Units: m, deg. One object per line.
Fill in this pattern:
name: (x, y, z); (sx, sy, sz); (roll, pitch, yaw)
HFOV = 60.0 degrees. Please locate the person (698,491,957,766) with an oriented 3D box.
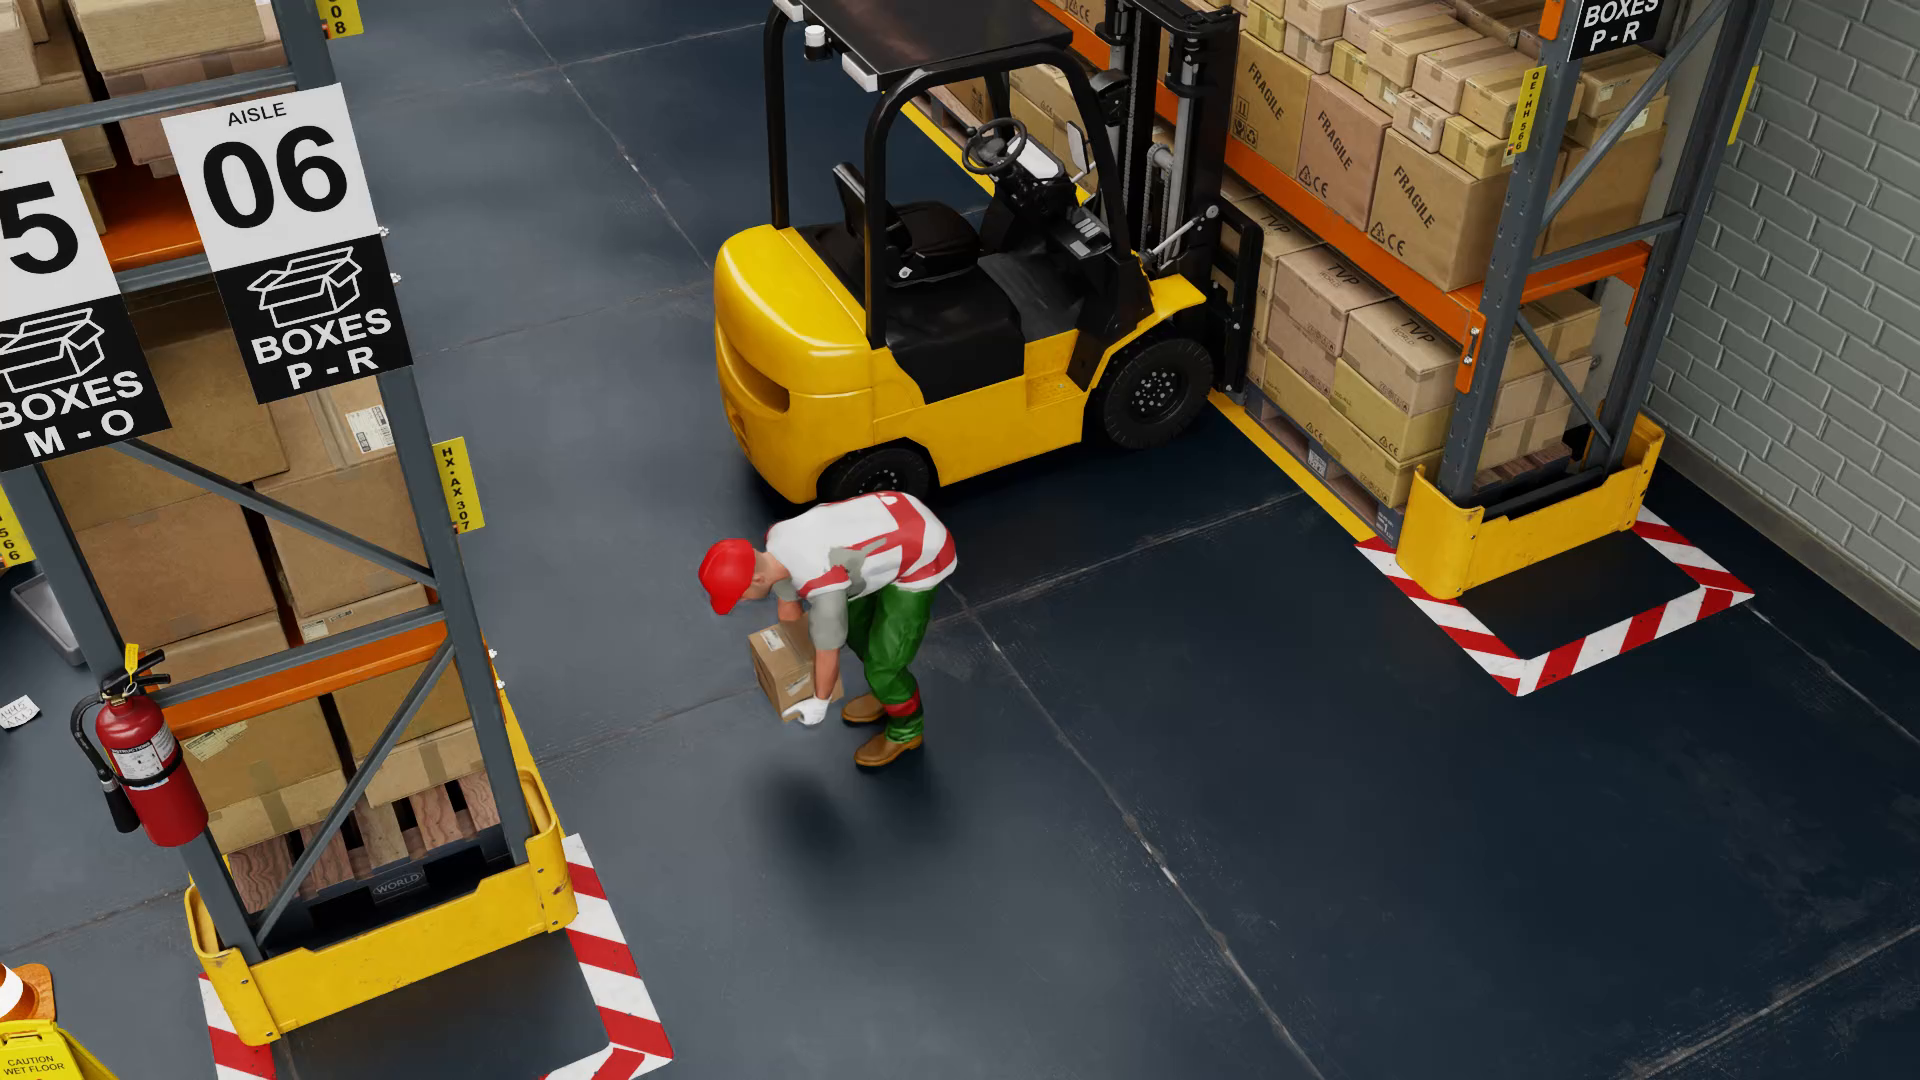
person: (-0.473, 0.358, 6.159); (0.949, 1.218, 0.483); (-20, 45, -22)
